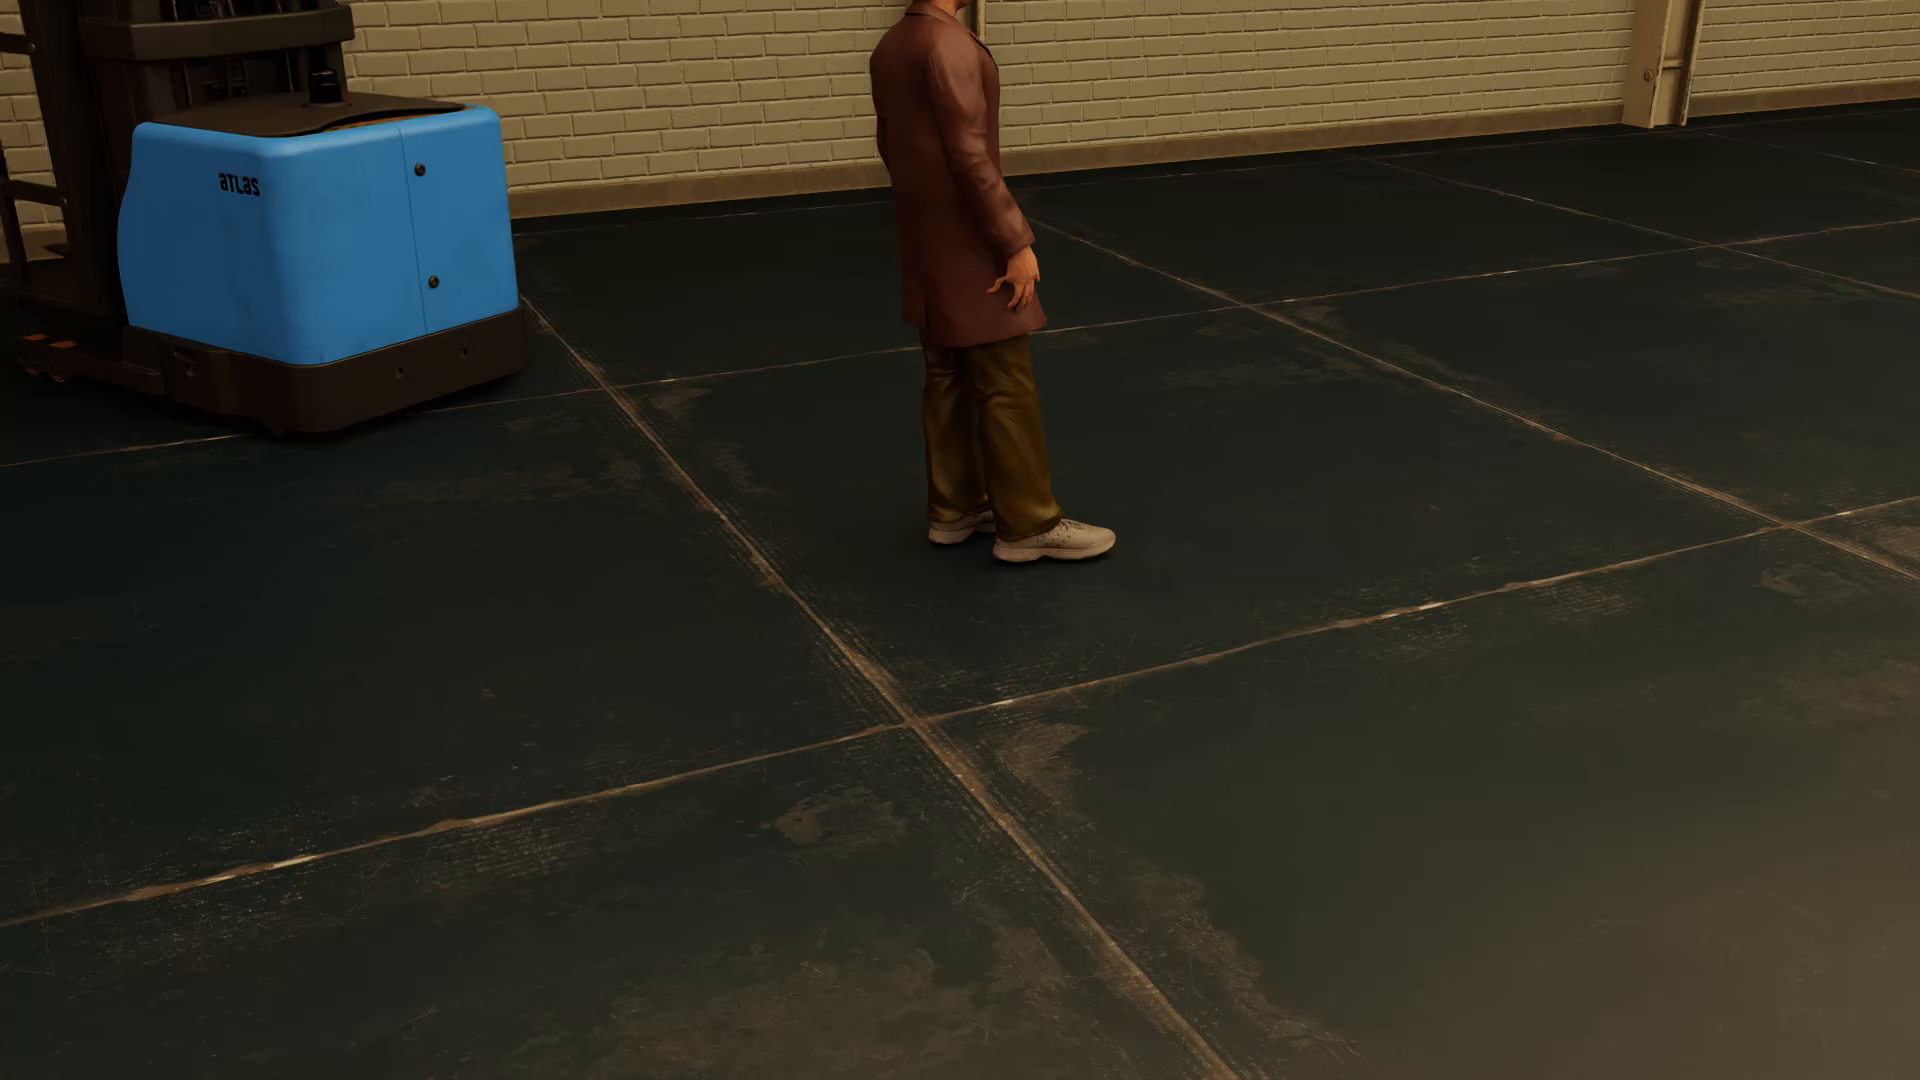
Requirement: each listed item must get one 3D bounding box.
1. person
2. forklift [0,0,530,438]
[{"bbox_3d":[0.085,-0.841,4.796,0.579,1.778,0.696,-10,25,-23],"label":"person"},{"bbox_3d":[-3.217,-2.132,6.418,3.031,2.935,1.130,14,26,30],"label":"forklift"}]
